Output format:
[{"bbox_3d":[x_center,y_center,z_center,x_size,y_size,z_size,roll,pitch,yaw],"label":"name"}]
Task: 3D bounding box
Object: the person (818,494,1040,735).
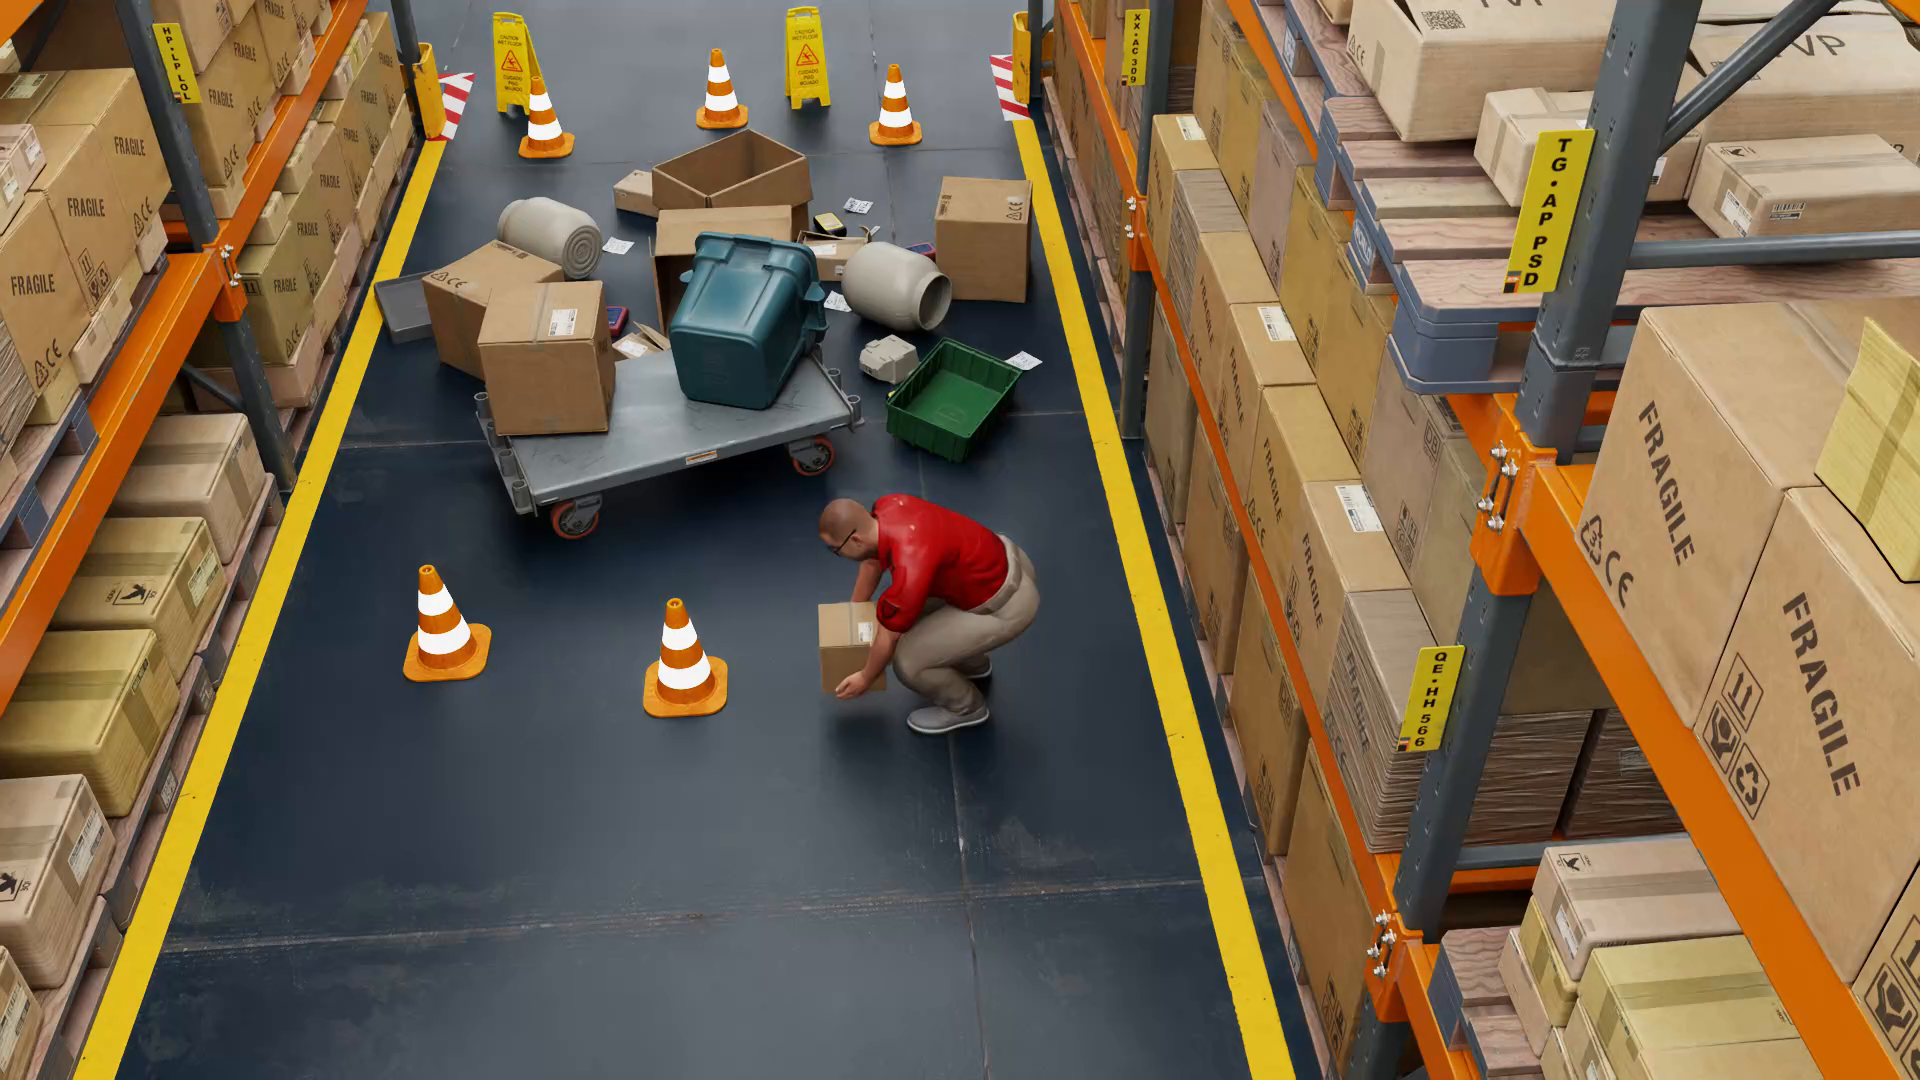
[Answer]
[{"bbox_3d":[-0.110,0.254,6.374,0.828,1.078,0.576,-3,39,-4],"label":"person"}]
